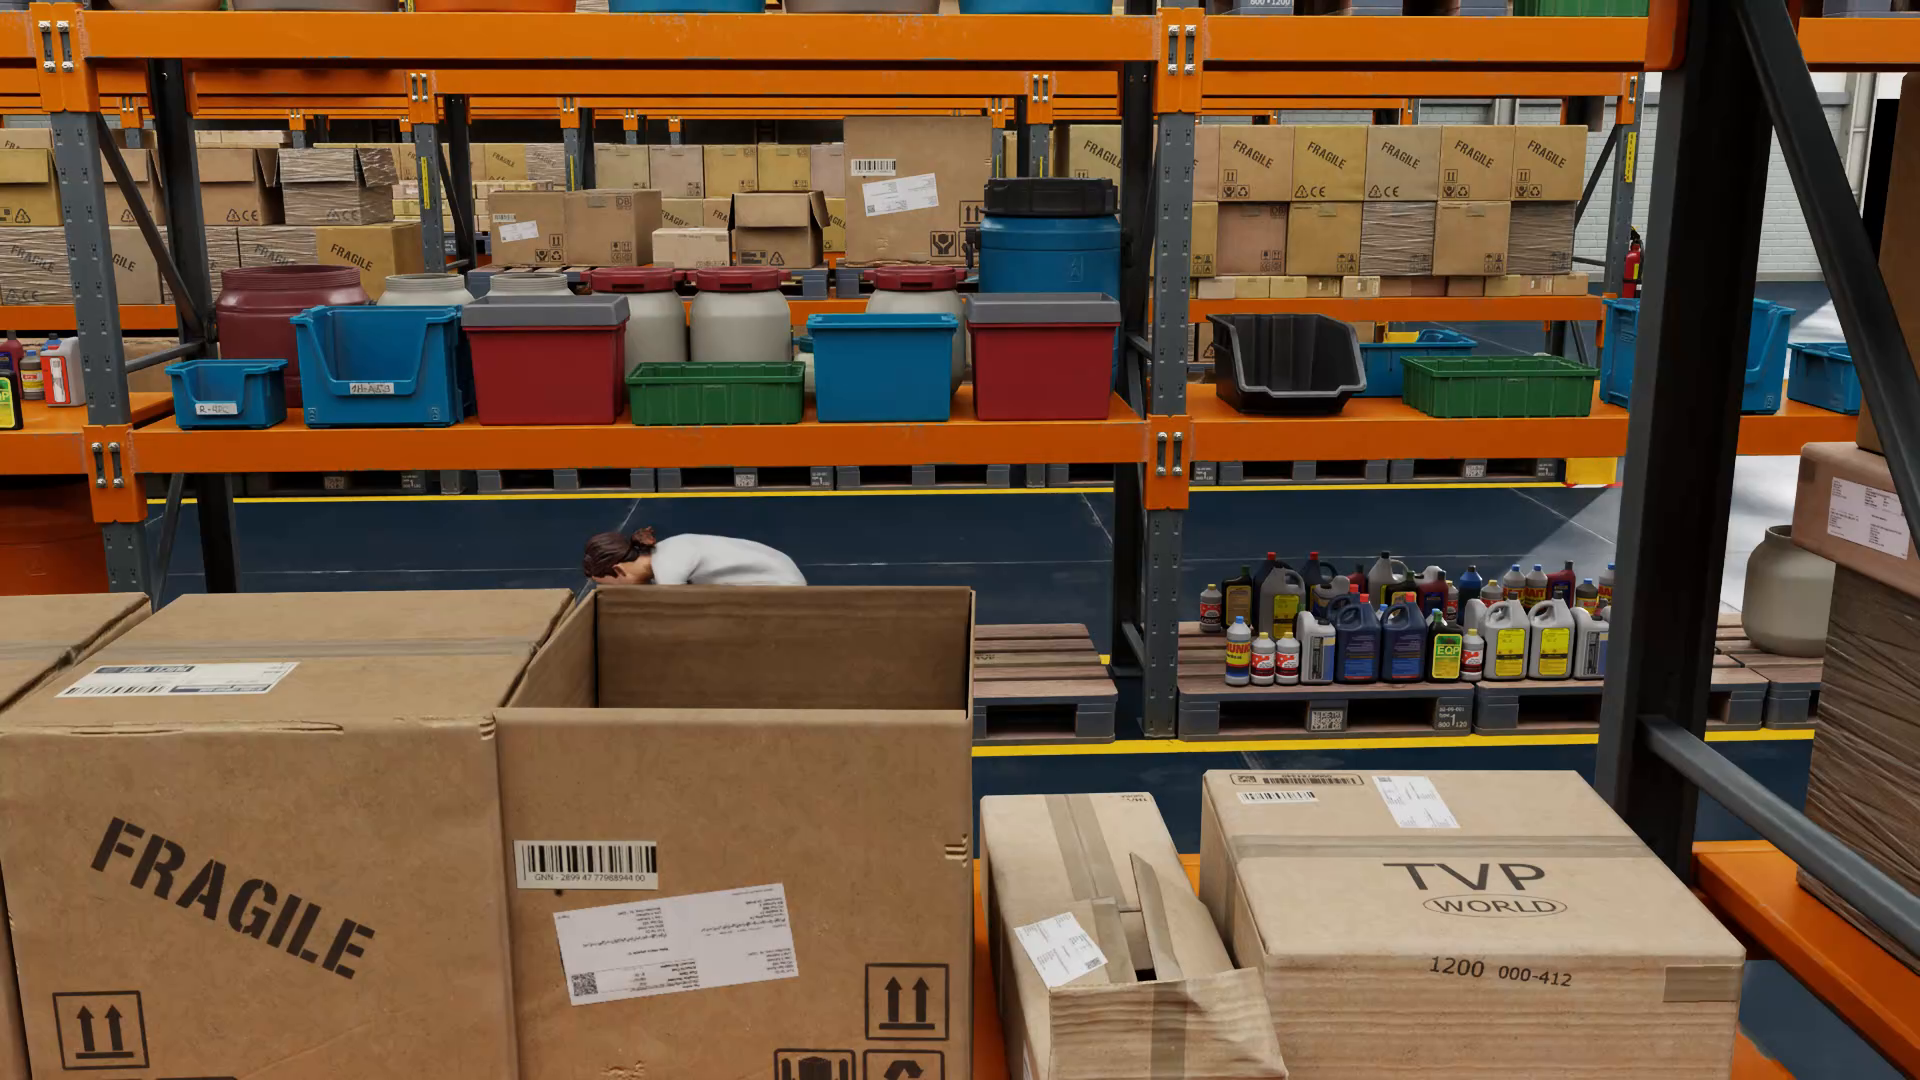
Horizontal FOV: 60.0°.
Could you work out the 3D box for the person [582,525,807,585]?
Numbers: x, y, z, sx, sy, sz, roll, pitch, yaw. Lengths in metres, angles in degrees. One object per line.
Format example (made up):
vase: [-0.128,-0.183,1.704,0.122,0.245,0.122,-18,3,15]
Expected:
person: [-1.000,0.397,6.400,0.856,0.953,0.484,-1,14,-6]
